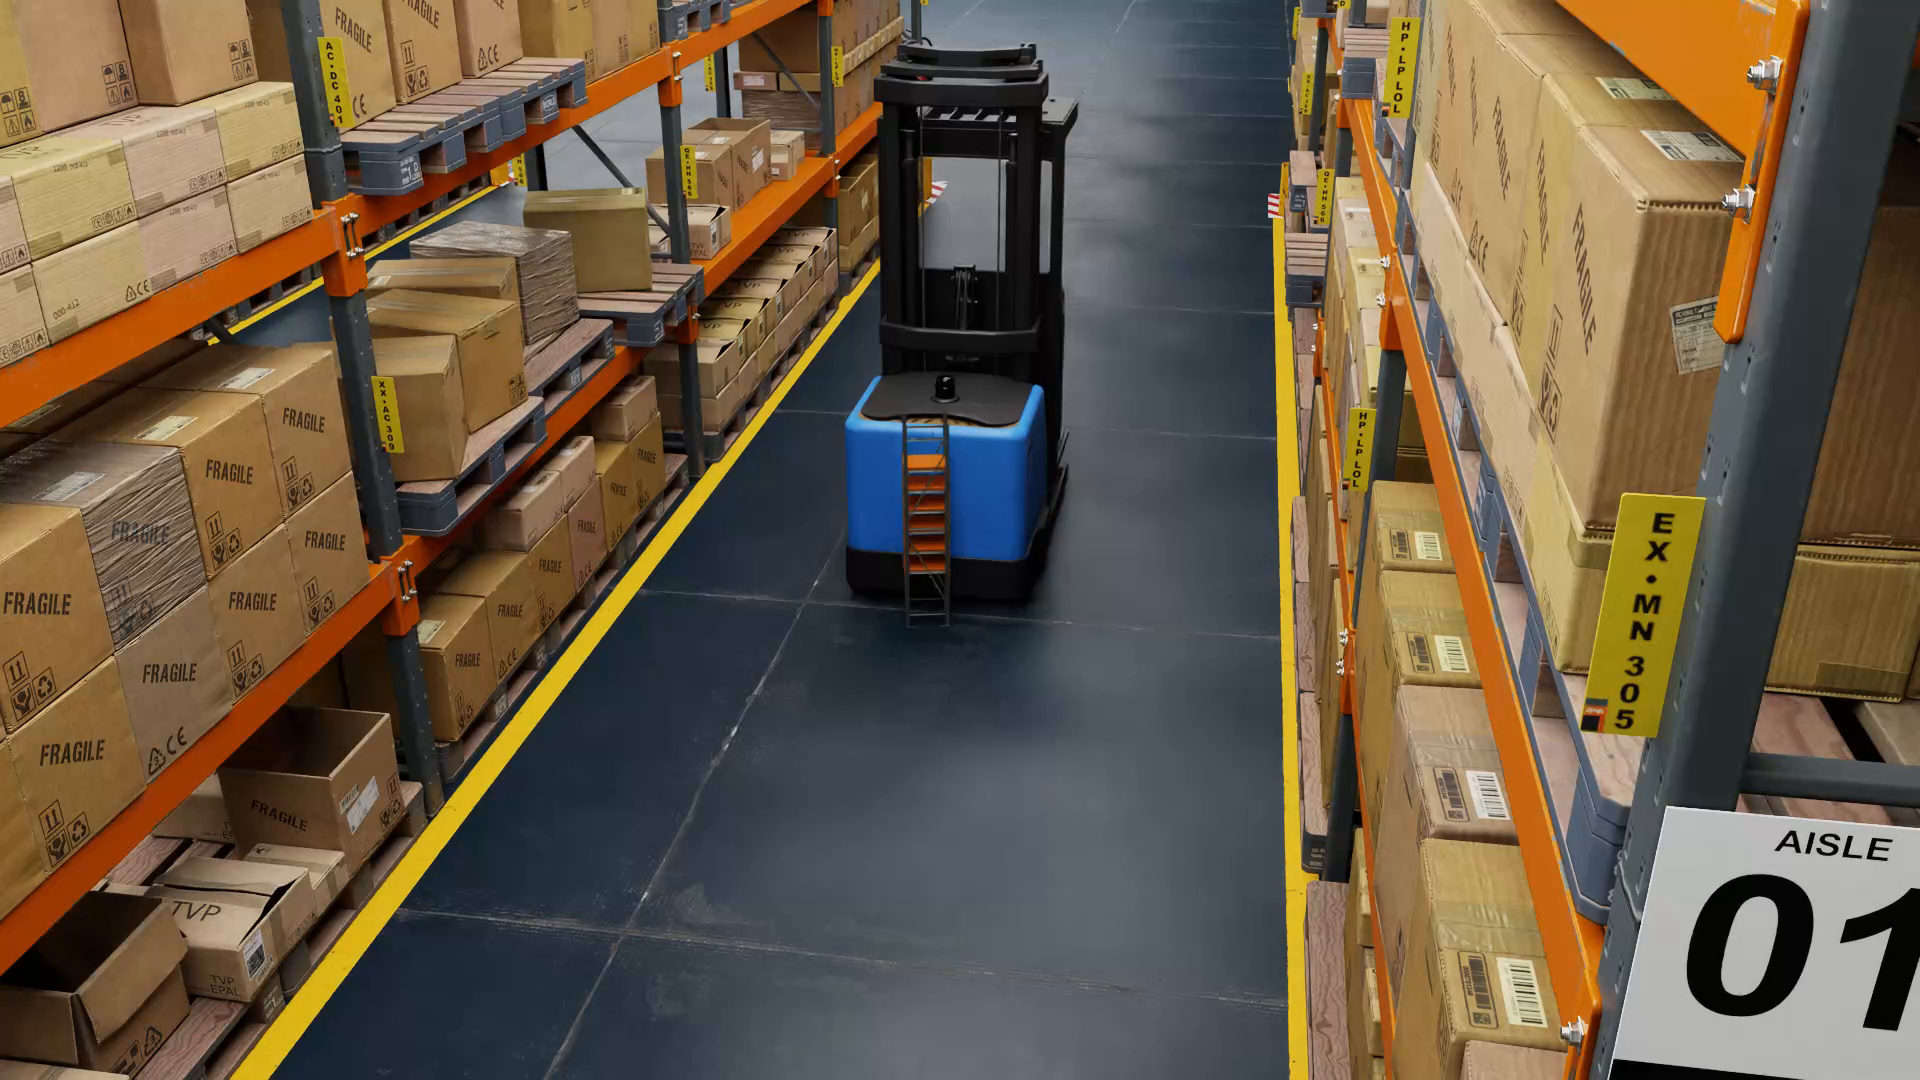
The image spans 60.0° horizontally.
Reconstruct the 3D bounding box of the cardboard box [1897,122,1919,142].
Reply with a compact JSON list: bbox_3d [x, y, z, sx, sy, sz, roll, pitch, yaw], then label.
[{"bbox_3d":[1.813,-0.512,2.946,0.500,0.500,0.500,4,25,8],"label":"cardboard box"}]

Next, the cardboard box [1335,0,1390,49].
[{"bbox_3d":[2.520,-3.130,9.942,0.500,0.311,0.500,4,25,9],"label":"cardboard box"}]

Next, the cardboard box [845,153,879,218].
[{"bbox_3d":[-1.017,-3.372,15.780,0.500,0.500,0.500,4,25,9],"label":"cardboard box"}]

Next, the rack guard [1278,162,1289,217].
[{"bbox_3d":[3.964,-3.665,17.490,1.175,0.500,0.348,4,25,9],"label":"rack guard"}]

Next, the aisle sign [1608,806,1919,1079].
[{"bbox_3d":[1.054,0.695,2.160,0.394,0.787,0.004,4,25,9],"label":"aisle sign"}]

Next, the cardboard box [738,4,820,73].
[{"bbox_3d":[-1.499,-4.316,14.285,0.700,0.500,0.500,4,25,9],"label":"cardboard box"}]

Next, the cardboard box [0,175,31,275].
[{"bbox_3d":[-2.935,-0.819,4.511,0.500,0.250,0.500,4,25,9],"label":"cardboard box"}]

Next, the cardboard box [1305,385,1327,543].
[{"bbox_3d":[2.420,-0.401,9.609,0.750,0.750,0.750,4,25,8],"label":"cardboard box"}]

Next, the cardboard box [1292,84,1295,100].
[{"bbox_3d":[3.513,-4.370,16.200,0.500,0.250,0.500,3,25,7],"label":"cardboard box"}]

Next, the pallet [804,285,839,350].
[{"bbox_3d":[-1.647,-1.924,14.111,1.003,0.211,1.213,4,25,9],"label":"pallet"}]

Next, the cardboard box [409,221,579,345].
[{"bbox_3d":[-2.548,-1.419,9.131,0.700,0.500,0.500,9,27,18],"label":"cardboard box"}]

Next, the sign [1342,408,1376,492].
[{"bbox_3d":[1.478,-0.332,6.148,0.100,0.325,0.005,4,25,9],"label":"sign"}]

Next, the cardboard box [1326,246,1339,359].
[{"bbox_3d":[2.242,-1.268,8.928,0.500,0.500,0.500,5,26,10],"label":"cardboard box"}]

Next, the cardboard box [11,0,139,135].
[{"bbox_3d":[-3.136,-1.603,5.300,0.700,0.500,0.500,4,25,9],"label":"cardboard box"}]

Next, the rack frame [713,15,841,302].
[{"bbox_3d":[-1.565,-3.497,14.184,1.000,3.000,0.127,4,25,9],"label":"rack frame"}]

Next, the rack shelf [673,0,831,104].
[{"bbox_3d":[-1.892,-3.694,11.913,1.077,0.370,4.000,4,25,9],"label":"rack shelf"}]

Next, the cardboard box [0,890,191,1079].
[{"bbox_3d":[-3.174,1.566,5.792,0.797,0.503,0.637,4,25,9],"label":"cardboard box"}]

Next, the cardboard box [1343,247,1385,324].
[{"bbox_3d":[2.098,-1.191,7.880,0.500,0.250,0.500,4,25,7],"label":"cardboard box"}]

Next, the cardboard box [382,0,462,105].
[{"bbox_3d":[-2.630,-2.277,7.308,0.600,0.600,0.600,4,25,8],"label":"cardboard box"}]

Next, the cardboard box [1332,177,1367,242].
[{"bbox_3d":[2.336,-1.827,9.239,0.500,0.250,0.500,5,25,10],"label":"cardboard box"}]

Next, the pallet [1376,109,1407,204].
[{"bbox_3d":[2.117,-1.469,6.537,0.805,0.209,1.217,3,25,6],"label":"pallet"}]

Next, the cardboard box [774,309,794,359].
[{"bbox_3d":[-1.599,-1.611,12.901,0.500,0.250,0.500,5,25,10],"label":"cardboard box"}]

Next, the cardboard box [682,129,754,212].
[{"bbox_3d":[-1.874,-2.793,12.560,0.500,0.500,0.500,4,25,9],"label":"cardboard box"}]

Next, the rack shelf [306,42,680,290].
[{"bbox_3d":[-2.545,-2.021,8.339,1.077,0.370,4.000,4,25,9],"label":"rack shelf"}]

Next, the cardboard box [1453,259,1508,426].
[{"bbox_3d":[1.384,-0.423,3.642,0.500,0.250,0.500,3,25,7],"label":"cardboard box"}]

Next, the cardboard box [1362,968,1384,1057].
[{"bbox_3d":[1.471,1.493,5.211,0.380,0.149,0.250,3,25,7],"label":"cardboard box"}]

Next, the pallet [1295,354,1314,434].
[{"bbox_3d":[3.000,-1.055,12.256,1.003,0.211,1.213,4,25,9],"label":"pallet"}]

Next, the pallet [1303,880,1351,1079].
[{"bbox_3d":[1.814,1.766,6.229,1.003,0.211,1.213,4,25,9],"label":"pallet"}]

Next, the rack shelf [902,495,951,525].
[{"bbox_3d":[-0.184,-0.167,9.013,0.258,0.103,0.180,-2,25,-3],"label":"rack shelf"}]

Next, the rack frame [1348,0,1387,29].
[{"bbox_3d":[2.669,-4.200,8.608,1.000,3.000,0.127,4,25,9],"label":"rack frame"}]

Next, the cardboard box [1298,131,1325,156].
[{"bbox_3d":[3.101,-3.316,13.949,0.500,0.250,0.500,4,25,9],"label":"cardboard box"}]

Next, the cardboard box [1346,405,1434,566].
[{"bbox_3d":[1.842,-0.209,6.667,0.500,0.500,0.500,4,25,8],"label":"cardboard box"}]

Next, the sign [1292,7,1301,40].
[{"bbox_3d":[3.441,-5.258,16.924,0.100,0.325,0.005,4,25,9],"label":"sign"}]

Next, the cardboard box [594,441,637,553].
[{"bbox_3d":[-2.225,-0.268,9.713,0.500,0.500,0.500,3,25,7],"label":"cardboard box"}]

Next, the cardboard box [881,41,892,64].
[{"bbox_3d":[-1.081,-4.801,16.851,0.700,0.500,0.500,5,25,10],"label":"cardboard box"}]

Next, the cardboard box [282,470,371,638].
[{"bbox_3d":[-2.701,0.030,6.530,0.500,0.500,0.500,4,25,9],"label":"cardboard box"}]

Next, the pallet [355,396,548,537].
[{"bbox_3d":[-2.634,-0.391,7.774,1.003,0.211,1.213,4,25,9],"label":"pallet"}]

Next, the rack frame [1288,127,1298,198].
[{"bbox_3d":[3.977,-4.829,17.028,1.000,3.000,0.127,4,25,9],"label":"rack frame"}]

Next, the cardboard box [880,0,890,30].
[{"bbox_3d":[-1.089,-5.366,16.528,0.700,0.500,0.500,3,25,7],"label":"cardboard box"}]

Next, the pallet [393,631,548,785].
[{"bbox_3d":[-2.777,0.769,8.359,1.003,0.211,1.213,4,25,9],"label":"pallet"}]

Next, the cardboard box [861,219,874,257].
[{"bbox_3d":[-1.103,-2.824,15.493,0.500,0.250,0.500,4,25,9],"label":"cardboard box"}]

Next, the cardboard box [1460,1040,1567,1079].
[{"bbox_3d":[1.435,1.513,3.125,0.980,0.700,0.700,5,26,11],"label":"cardboard box"}]

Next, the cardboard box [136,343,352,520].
[{"bbox_3d":[-2.700,-0.420,6.312,0.500,0.500,0.500,4,25,9],"label":"cardboard box"}]

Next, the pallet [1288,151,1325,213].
[{"bbox_3d":[3.054,-2.759,12.833,1.003,0.211,1.213,4,25,9],"label":"pallet"}]

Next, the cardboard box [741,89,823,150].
[{"bbox_3d":[-1.499,-3.729,14.560,0.700,0.500,0.500,3,25,7],"label":"cardboard box"}]

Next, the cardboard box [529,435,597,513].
[{"bbox_3d":[-2.308,-0.372,9.051,0.500,0.250,0.500,4,25,8],"label":"cardboard box"}]

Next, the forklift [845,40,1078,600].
[{"bbox_3d":[0.108,-1.588,10.186,1.130,2.935,3.031,4,25,9],"label":"forklift"}]

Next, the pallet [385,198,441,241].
[{"bbox_3d":[-6.103,-3.369,17.198,1.003,0.211,1.213,4,25,9],"label":"pallet"}]

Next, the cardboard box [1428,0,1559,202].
[{"bbox_3d":[1.544,-1.181,4.377,0.500,0.500,0.500,3,25,7],"label":"cardboard box"}]

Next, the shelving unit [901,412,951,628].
[{"bbox_3d":[-0.184,-0.098,9.045,0.258,1.200,0.189,-2,25,-3],"label":"shelving unit"}]

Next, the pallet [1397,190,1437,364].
[{"bbox_3d":[1.871,-0.787,4.959,1.003,0.211,1.213,4,25,9],"label":"pallet"}]

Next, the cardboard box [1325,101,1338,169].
[{"bbox_3d":[3.108,-2.957,12.391,0.700,0.500,0.500,7,26,14],"label":"cardboard box"}]

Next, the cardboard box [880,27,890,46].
[{"bbox_3d":[-0.912,-5.015,16.542,0.380,0.149,0.250,4,25,9],"label":"cardboard box"}]

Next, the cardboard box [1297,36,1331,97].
[{"bbox_3d":[3.348,-4.292,15.150,0.500,0.500,0.500,5,26,10],"label":"cardboard box"}]

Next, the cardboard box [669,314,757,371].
[{"bbox_3d":[-1.766,-1.442,11.880,0.500,0.311,0.500,3,25,7],"label":"cardboard box"}]

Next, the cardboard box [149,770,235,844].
[{"bbox_3d":[-3.154,1.028,7.169,0.500,0.311,0.500,4,25,9],"label":"cardboard box"}]

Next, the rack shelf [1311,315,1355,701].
[{"bbox_3d":[2.342,-0.321,8.245,1.077,0.370,4.000,4,25,9],"label":"rack shelf"}]

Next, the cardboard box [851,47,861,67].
[{"bbox_3d":[-1.123,-4.475,15.388,0.380,0.149,0.250,3,25,7],"label":"cardboard box"}]

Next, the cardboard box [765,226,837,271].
[{"bbox_3d":[-1.348,-2.507,14.154,0.500,0.311,0.500,4,25,9],"label":"cardboard box"}]
